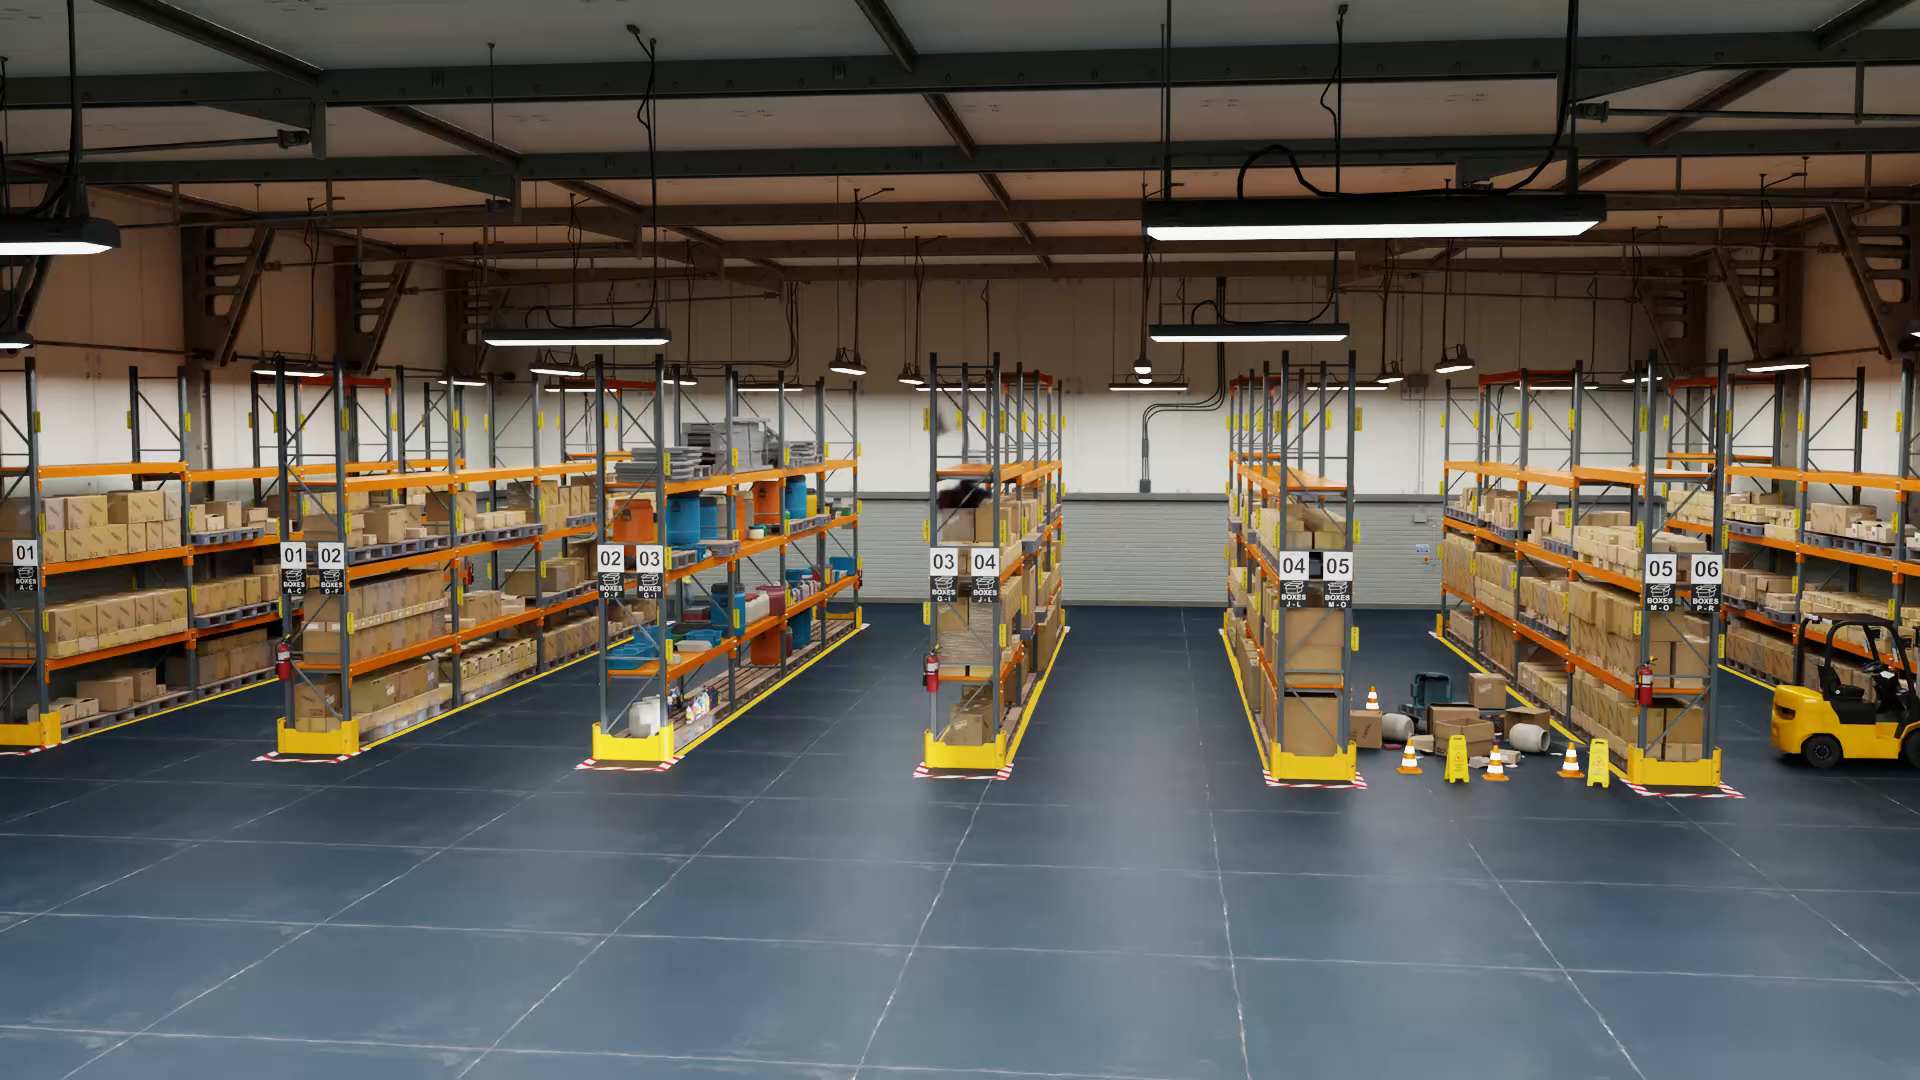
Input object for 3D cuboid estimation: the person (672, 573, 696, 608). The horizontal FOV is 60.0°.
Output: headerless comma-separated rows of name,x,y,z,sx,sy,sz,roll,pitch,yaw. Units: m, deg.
person,-7.136,1.109,42.794,0.702,1.735,0.747,-2,5,-29
